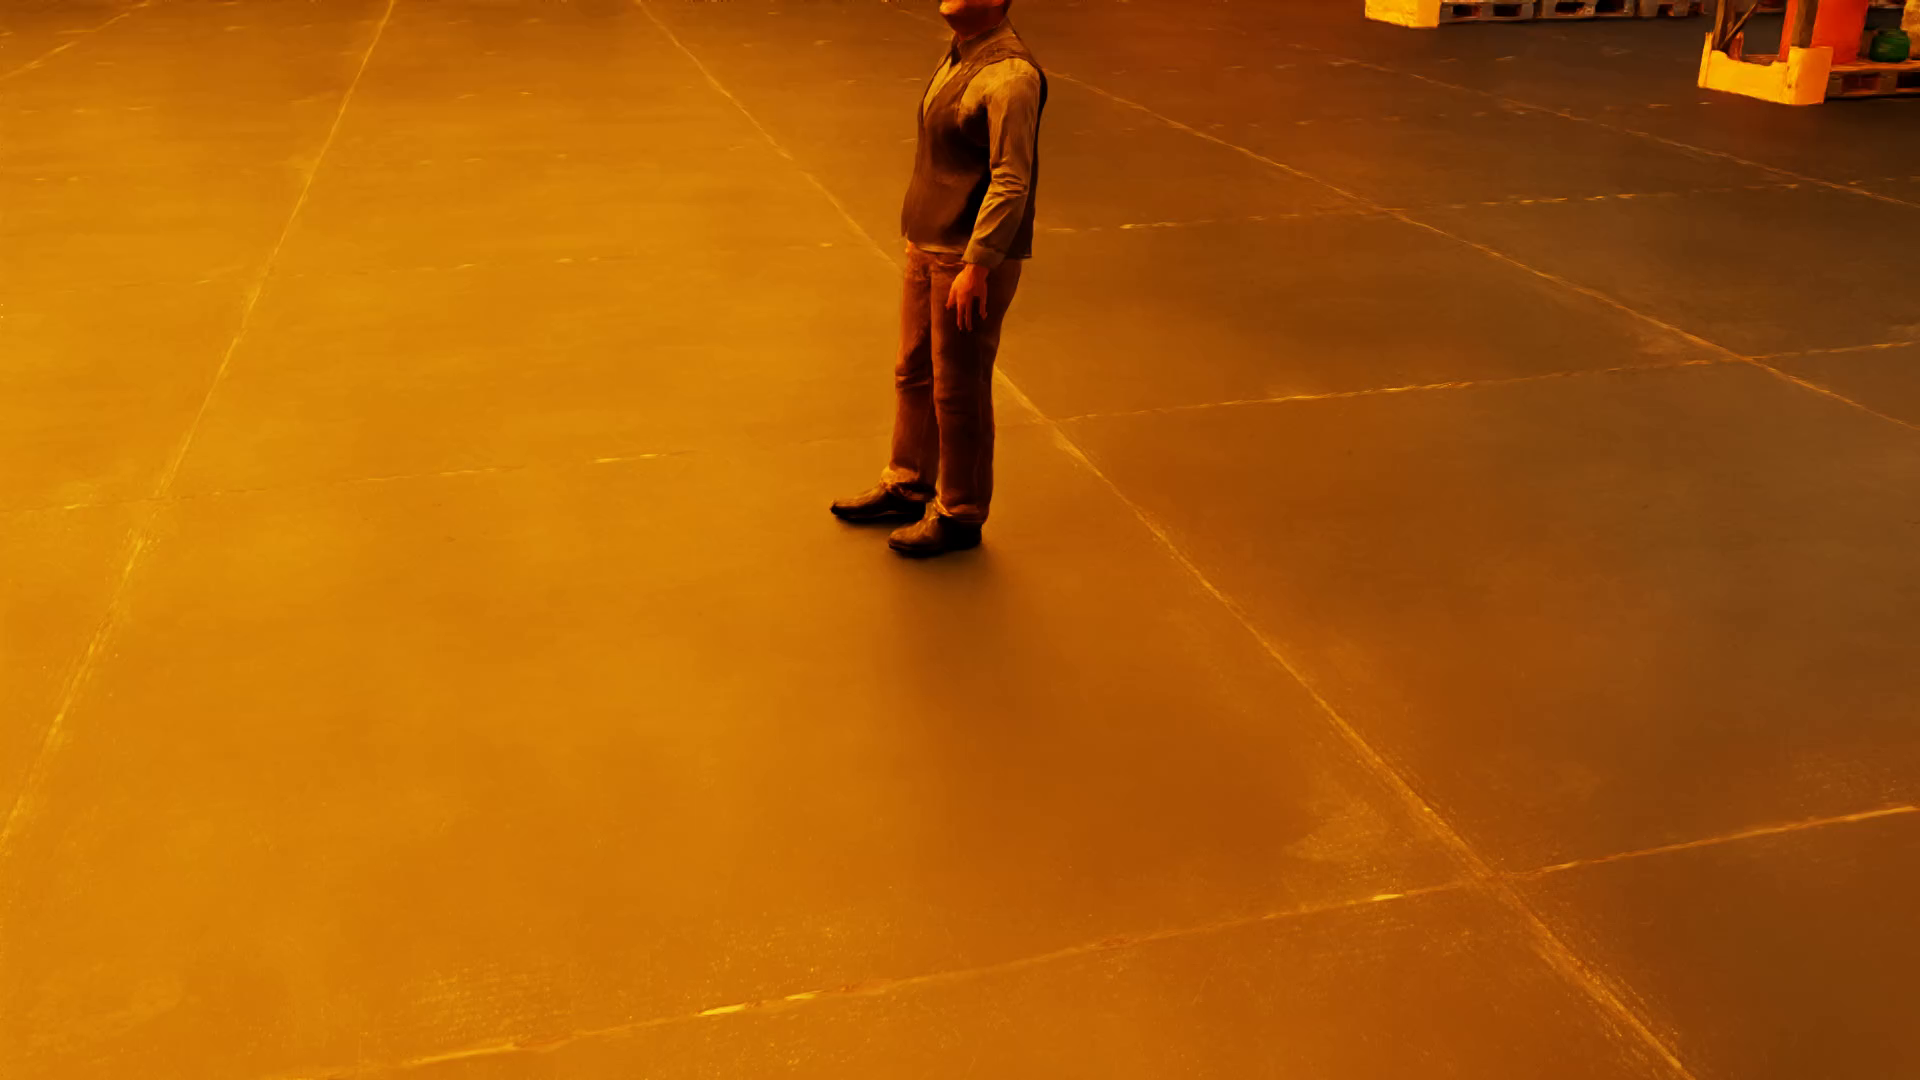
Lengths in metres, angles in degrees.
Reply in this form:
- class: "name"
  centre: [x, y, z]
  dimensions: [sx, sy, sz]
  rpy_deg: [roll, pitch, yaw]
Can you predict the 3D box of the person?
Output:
- class: "person"
  centre: [-0.062, -0.795, 4.705]
  dimensions: [0.567, 1.720, 0.632]
  rpy_deg: [-6, 24, -14]
